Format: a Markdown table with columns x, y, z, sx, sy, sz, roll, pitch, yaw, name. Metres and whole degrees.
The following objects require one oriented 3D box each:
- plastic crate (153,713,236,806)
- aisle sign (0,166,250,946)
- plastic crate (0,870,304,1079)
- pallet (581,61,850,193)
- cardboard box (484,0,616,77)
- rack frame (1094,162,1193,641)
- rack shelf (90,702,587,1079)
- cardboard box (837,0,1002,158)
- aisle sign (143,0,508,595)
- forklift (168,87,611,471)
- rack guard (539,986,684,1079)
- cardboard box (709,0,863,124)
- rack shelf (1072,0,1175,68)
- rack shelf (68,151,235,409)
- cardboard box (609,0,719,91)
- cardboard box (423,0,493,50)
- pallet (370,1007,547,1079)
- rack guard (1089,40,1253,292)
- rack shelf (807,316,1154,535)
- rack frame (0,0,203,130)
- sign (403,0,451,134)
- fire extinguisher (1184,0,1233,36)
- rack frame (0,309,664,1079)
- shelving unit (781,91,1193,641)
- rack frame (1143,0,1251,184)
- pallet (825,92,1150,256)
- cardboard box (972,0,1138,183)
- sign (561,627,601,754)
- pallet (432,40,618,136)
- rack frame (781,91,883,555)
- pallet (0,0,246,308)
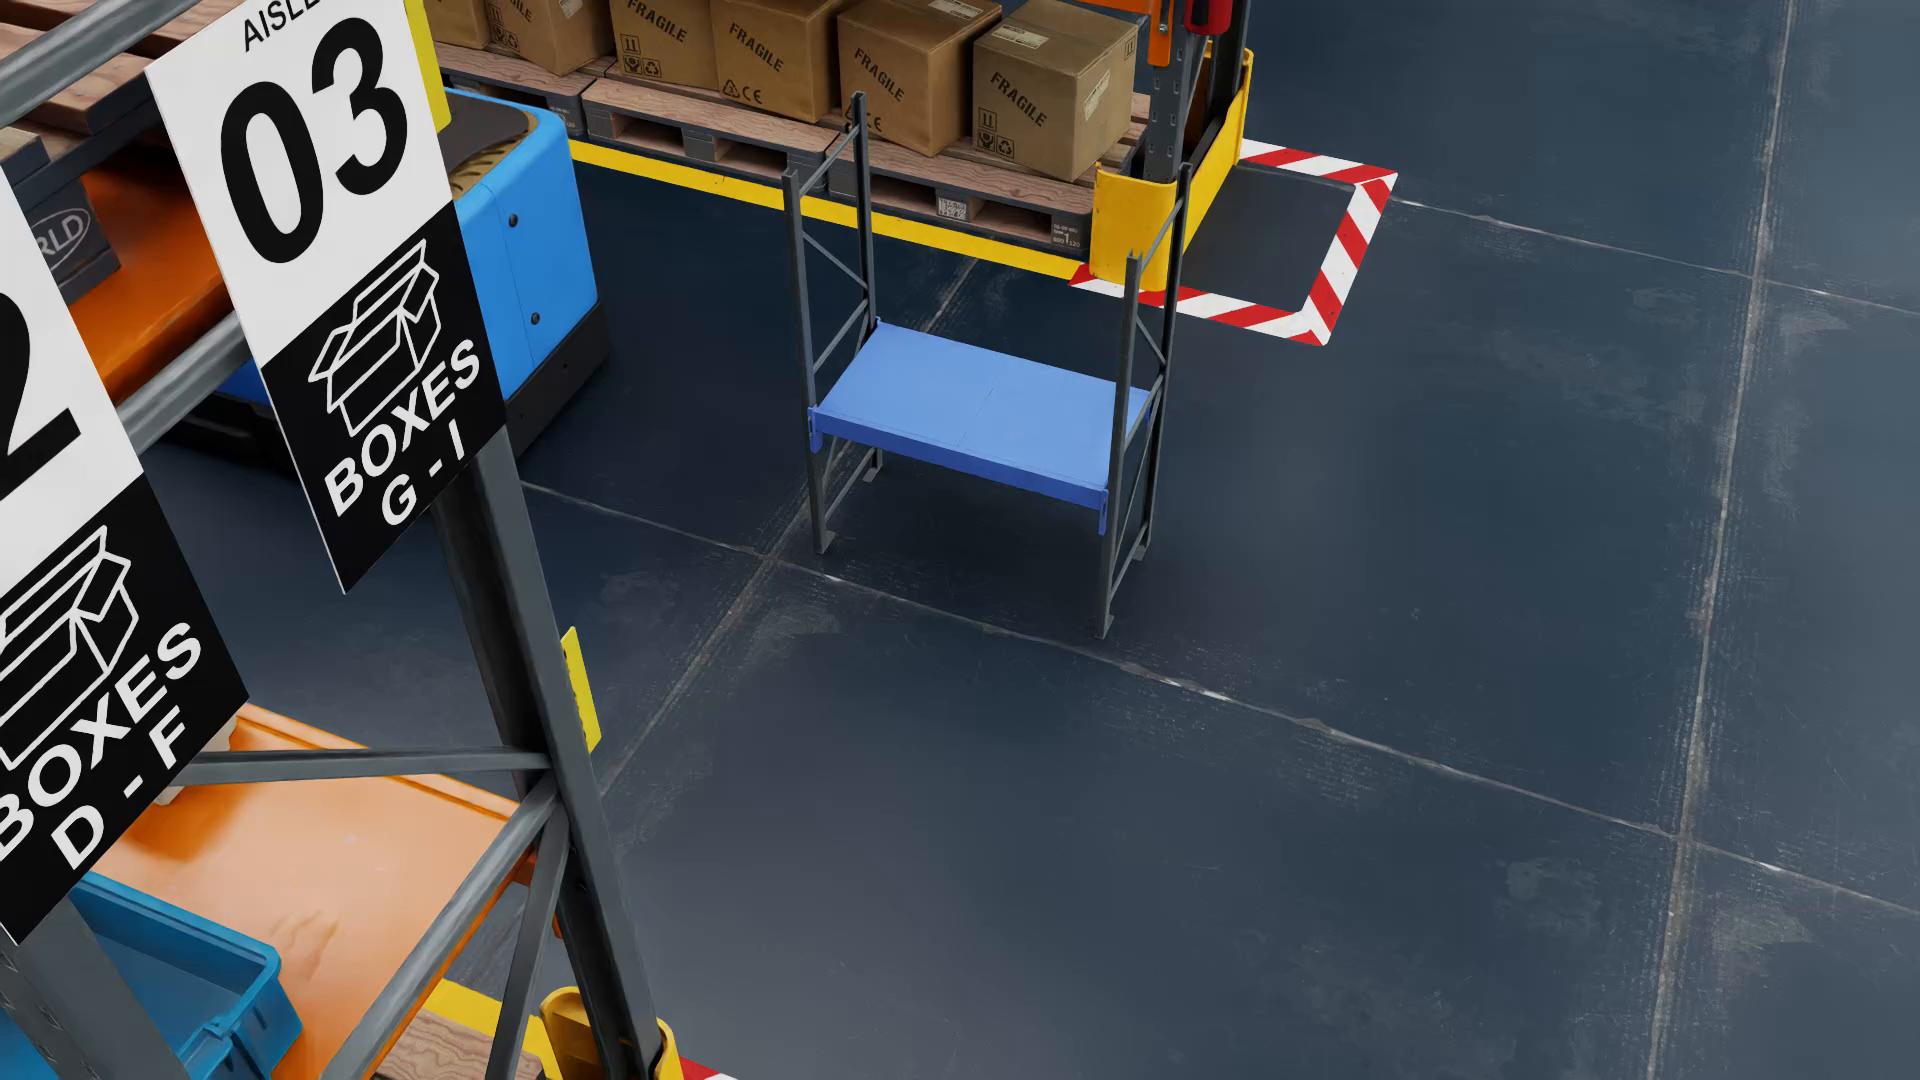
| x | y | z | sx | sy | sz | roll | pitch | yaw | name |
| --- | --- | --- | --- | --- | --- | --- | --- | --- | --- |
| -1.643 | 0.401 | 3.408 | 0.250 | 0.136 | 0.298 | 16 | 47 | 16 | plastic crate |
| -0.989 | 0.051 | 1.729 | 0.004 | 0.787 | 0.394 | 16 | 47 | 16 | aisle sign |
| -1.518 | 0.871 | 2.853 | 0.616 | 0.251 | 0.499 | 16 | 47 | 16 | plastic crate |
| -0.963 | -2.073 | 7.684 | 1.213 | 0.211 | 1.003 | 16 | 47 | 16 | pallet |
| -1.841 | -2.528 | 7.639 | 0.500 | 0.500 | 0.500 | 32 | 53 | 28 | cardboard box |
| 0.548 | -0.370 | 5.059 | 0.032 | 1.500 | 0.500 | 16 | 47 | 16 | rack frame |
| -2.787 | 0.471 | 3.660 | 4.000 | 0.370 | 1.077 | 16 | 47 | 16 | rack shelf |
| -0.169 | -2.048 | 7.156 | 0.500 | 0.500 | 0.500 | 29 | 52 | 26 | cardboard box |
| -0.762 | -0.333 | 2.115 | 0.004 | 0.787 | 0.394 | 16 | 47 | 16 | aisle sign |
| -2.909 | -1.814 | 5.495 | 3.031 | 2.935 | 1.130 | 16 | 47 | 15 | forklift |
| -1.030 | 1.656 | 3.732 | 0.348 | 0.500 | 1.175 | 16 | 47 | 16 | rack guard |
| -0.740 | -2.230 | 7.339 | 0.500 | 0.500 | 0.500 | 21 | 48 | 19 | cardboard box |
| -0.880 | -2.753 | 6.900 | 4.000 | 0.370 | 1.077 | 16 | 47 | 16 | rack shelf |
| -2.787 | -0.592 | 2.602 | 4.000 | 0.370 | 1.077 | 16 | 47 | 16 | rack shelf |
| -1.238 | -2.411 | 7.521 | 0.500 | 0.500 | 0.500 | 13 | 46 | 12 | cardboard box |
| -2.372 | -2.679 | 7.790 | 0.500 | 0.500 | 0.500 | 15 | 47 | 15 | cardboard box |
| -1.777 | 1.534 | 4.059 | 1.213 | 0.211 | 1.003 | 16 | 47 | 16 | pallet |
| 0.895 | -1.599 | 7.003 | 0.348 | 0.500 | 1.175 | 16 | 47 | 16 | rack guard |
| 0.079 | -0.381 | 5.325 | 1.000 | 0.185 | 0.538 | 16 | 47 | 16 | rack shelf |
| -0.941 | -1.367 | 0.744 | 0.127 | 3.000 | 1.000 | 16 | 47 | 16 | rack frame |
| -0.725 | -0.664 | 2.158 | 0.005 | 0.325 | 0.100 | 16 | 47 | 16 | sign |
| 0.894 | -2.106 | 5.795 | 0.183 | 0.674 | 0.296 | 16 | 47 | 16 | fire extinguisher |
| -0.941 | 0.760 | 2.860 | 0.127 | 3.000 | 1.000 | 16 | 47 | 16 | rack frame |
| 0.079 | -0.509 | 5.198 | 1.048 | 1.500 | 0.538 | 16 | 47 | 16 | shelving unit |
| 0.966 | -2.465 | 6.100 | 0.127 | 3.000 | 1.000 | 16 | 47 | 16 | rack frame |
| 0.159 | -1.740 | 7.350 | 1.213 | 0.211 | 1.003 | 16 | 47 | 16 | pallet |
| 0.396 | -1.908 | 7.015 | 0.500 | 0.500 | 0.500 | 25 | 50 | 23 | cardboard box |
| -0.725 | 0.304 | 3.121 | 0.005 | 0.325 | 0.100 | 16 | 47 | 16 | sign |
| -2.093 | -2.403 | 8.015 | 1.213 | 0.211 | 1.003 | 16 | 47 | 16 | pallet |
| -0.390 | -0.647 | 5.336 | 0.032 | 1.500 | 0.500 | 16 | 47 | 16 | rack frame |
| -1.667 | -0.525 | 2.158 | 1.213 | 0.211 | 1.003 | 16 | 47 | 16 | pallet |
